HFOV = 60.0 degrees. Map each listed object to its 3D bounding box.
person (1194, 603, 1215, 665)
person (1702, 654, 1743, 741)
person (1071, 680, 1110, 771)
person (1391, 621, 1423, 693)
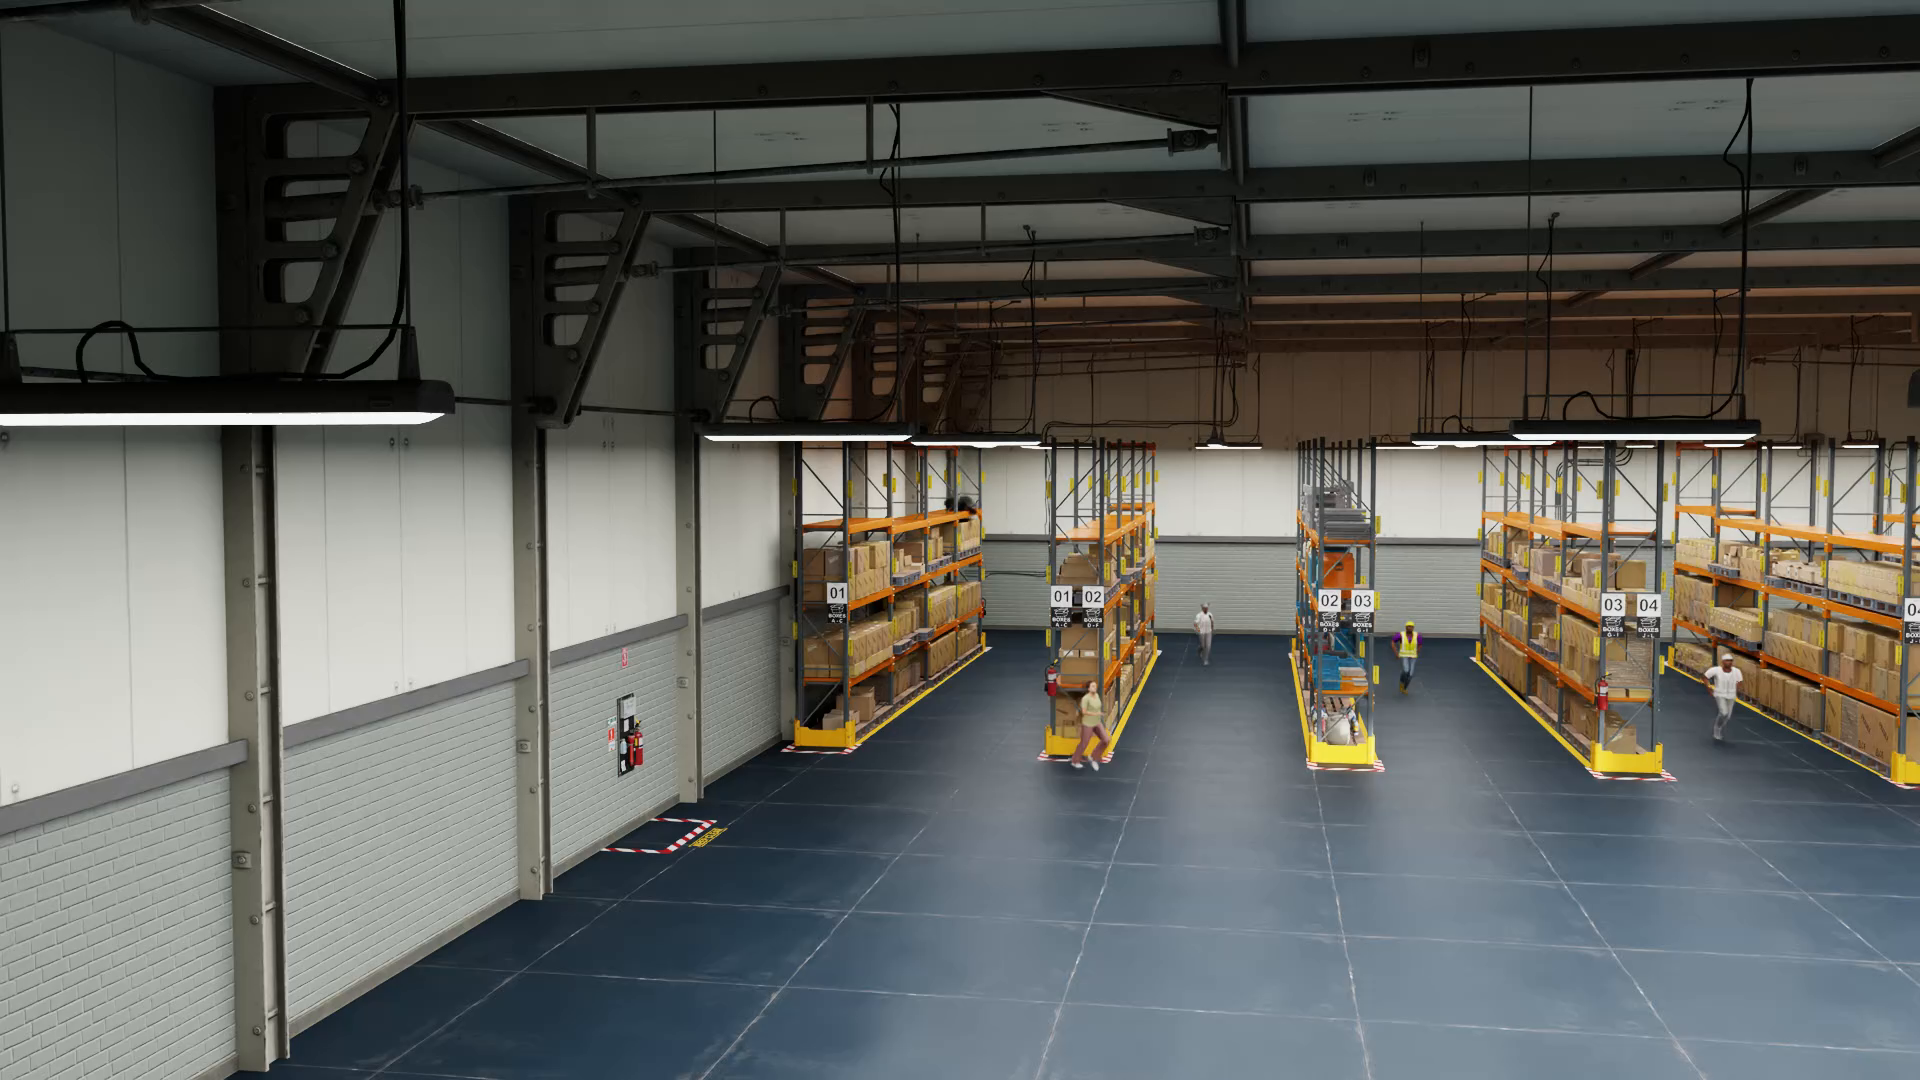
[{"bbox_3d":[6.640,2.525,45.140,0.584,1.685,0.652,0,3,-7],"label":"person"},{"bbox_3d":[15.115,3.103,32.854,0.688,1.723,0.698,0,3,0],"label":"person"},{"bbox_3d":[2.353,3.306,29.750,0.582,1.635,0.803,-2,4,-39],"label":"person"},{"bbox_3d":[10.589,2.770,39.271,0.694,1.717,0.652,0,3,-2],"label":"person"}]
